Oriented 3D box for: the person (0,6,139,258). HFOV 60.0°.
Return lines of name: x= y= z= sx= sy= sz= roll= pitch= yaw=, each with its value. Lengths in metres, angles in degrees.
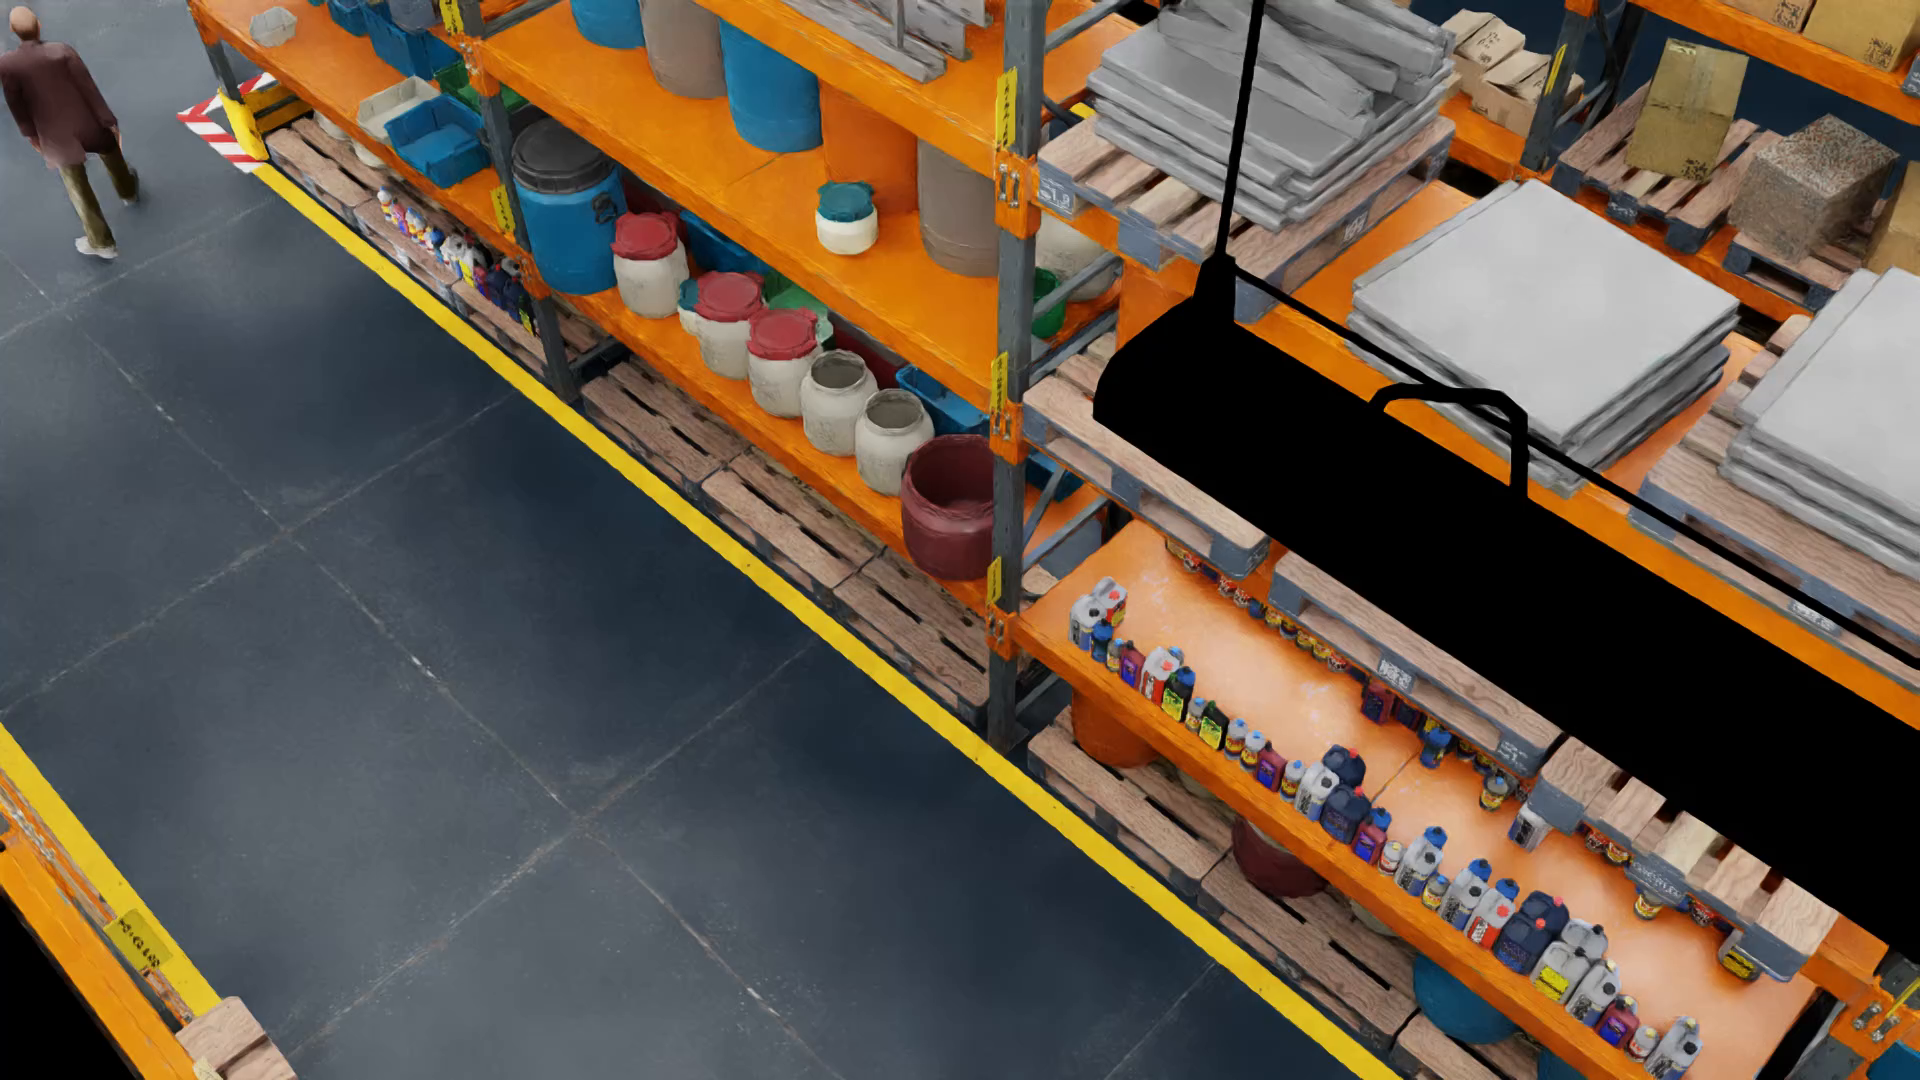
person: x=-6.276 y=-2.921 z=11.720 sx=0.634 sy=1.722 sz=1.045 roll=-21 pitch=53 yaw=-16
